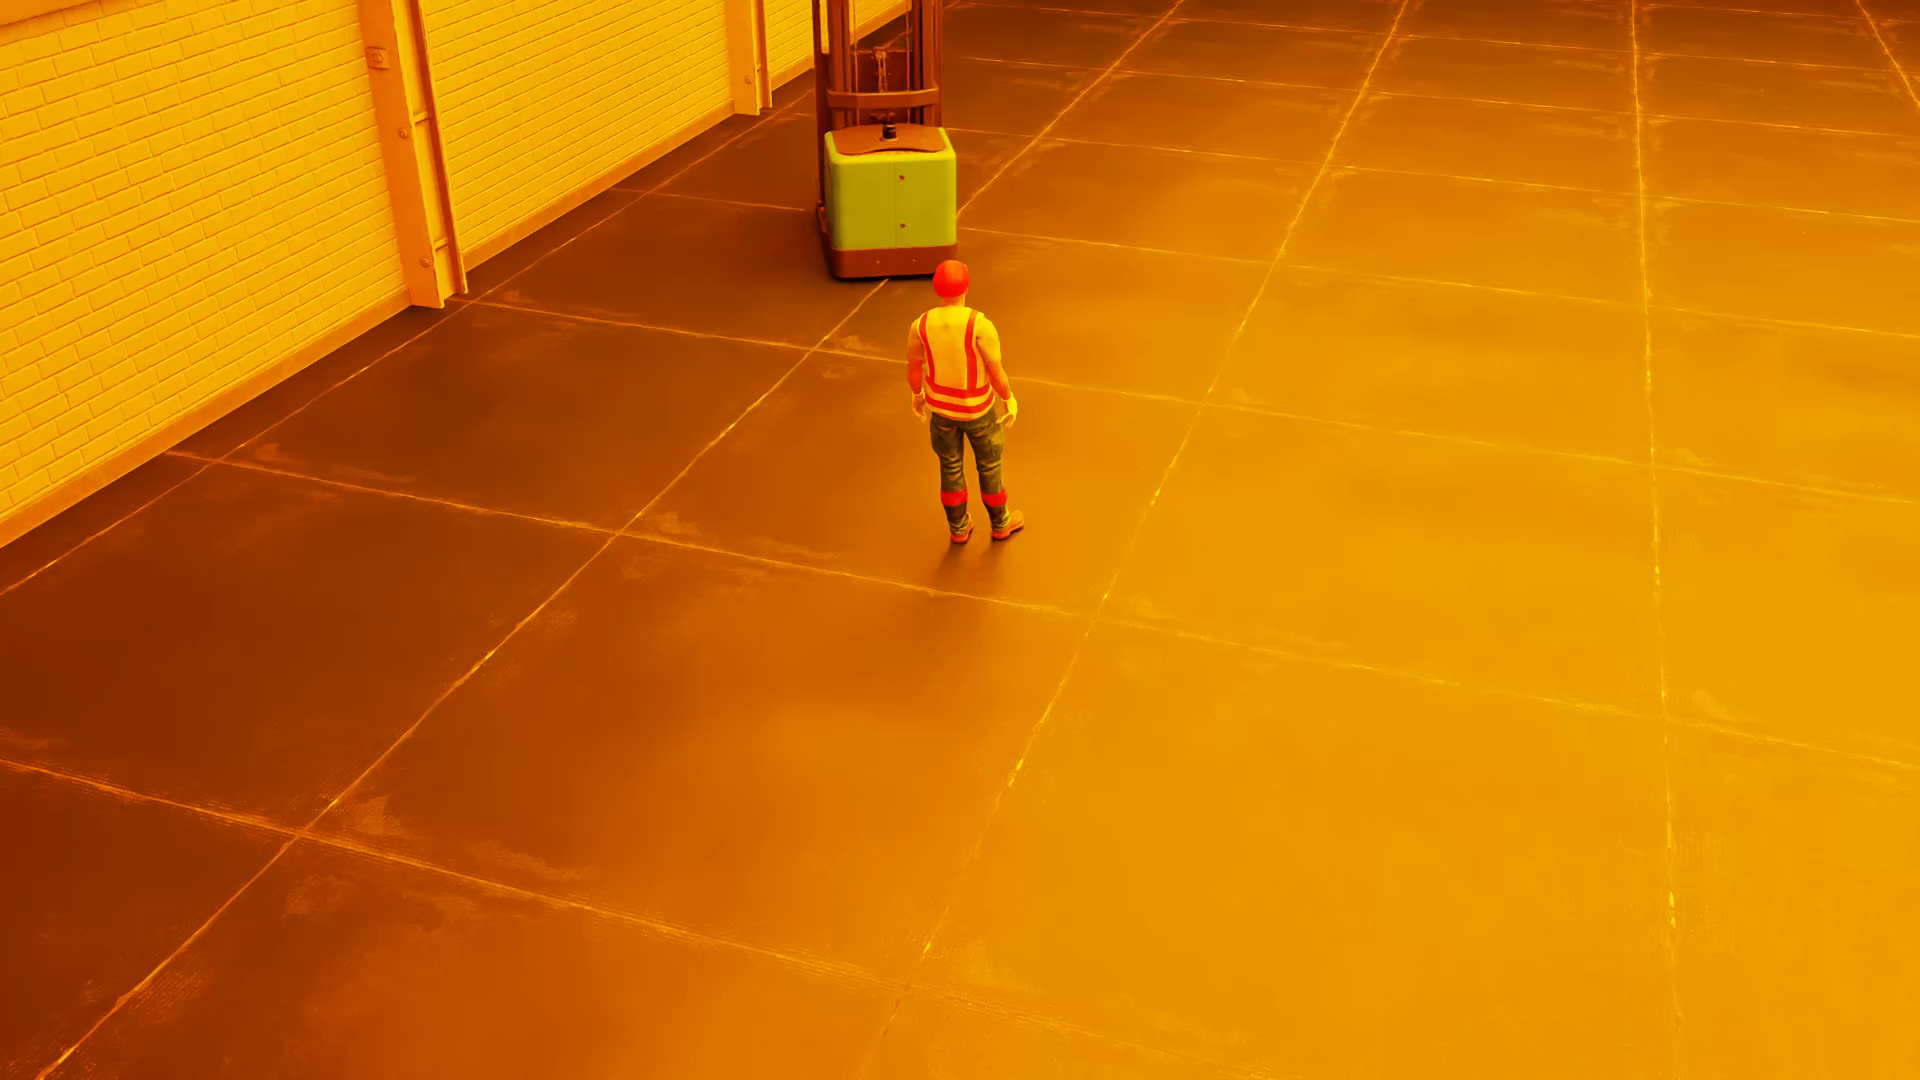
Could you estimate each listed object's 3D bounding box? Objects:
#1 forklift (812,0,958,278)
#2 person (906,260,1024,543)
[{"bbox_3d":[-0.733,-4.148,14.413,1.130,2.935,3.031,-4,30,-7],"label":"forklift"},{"bbox_3d":[0.038,-0.819,9.711,0.637,1.787,0.564,10,31,16],"label":"person"}]
